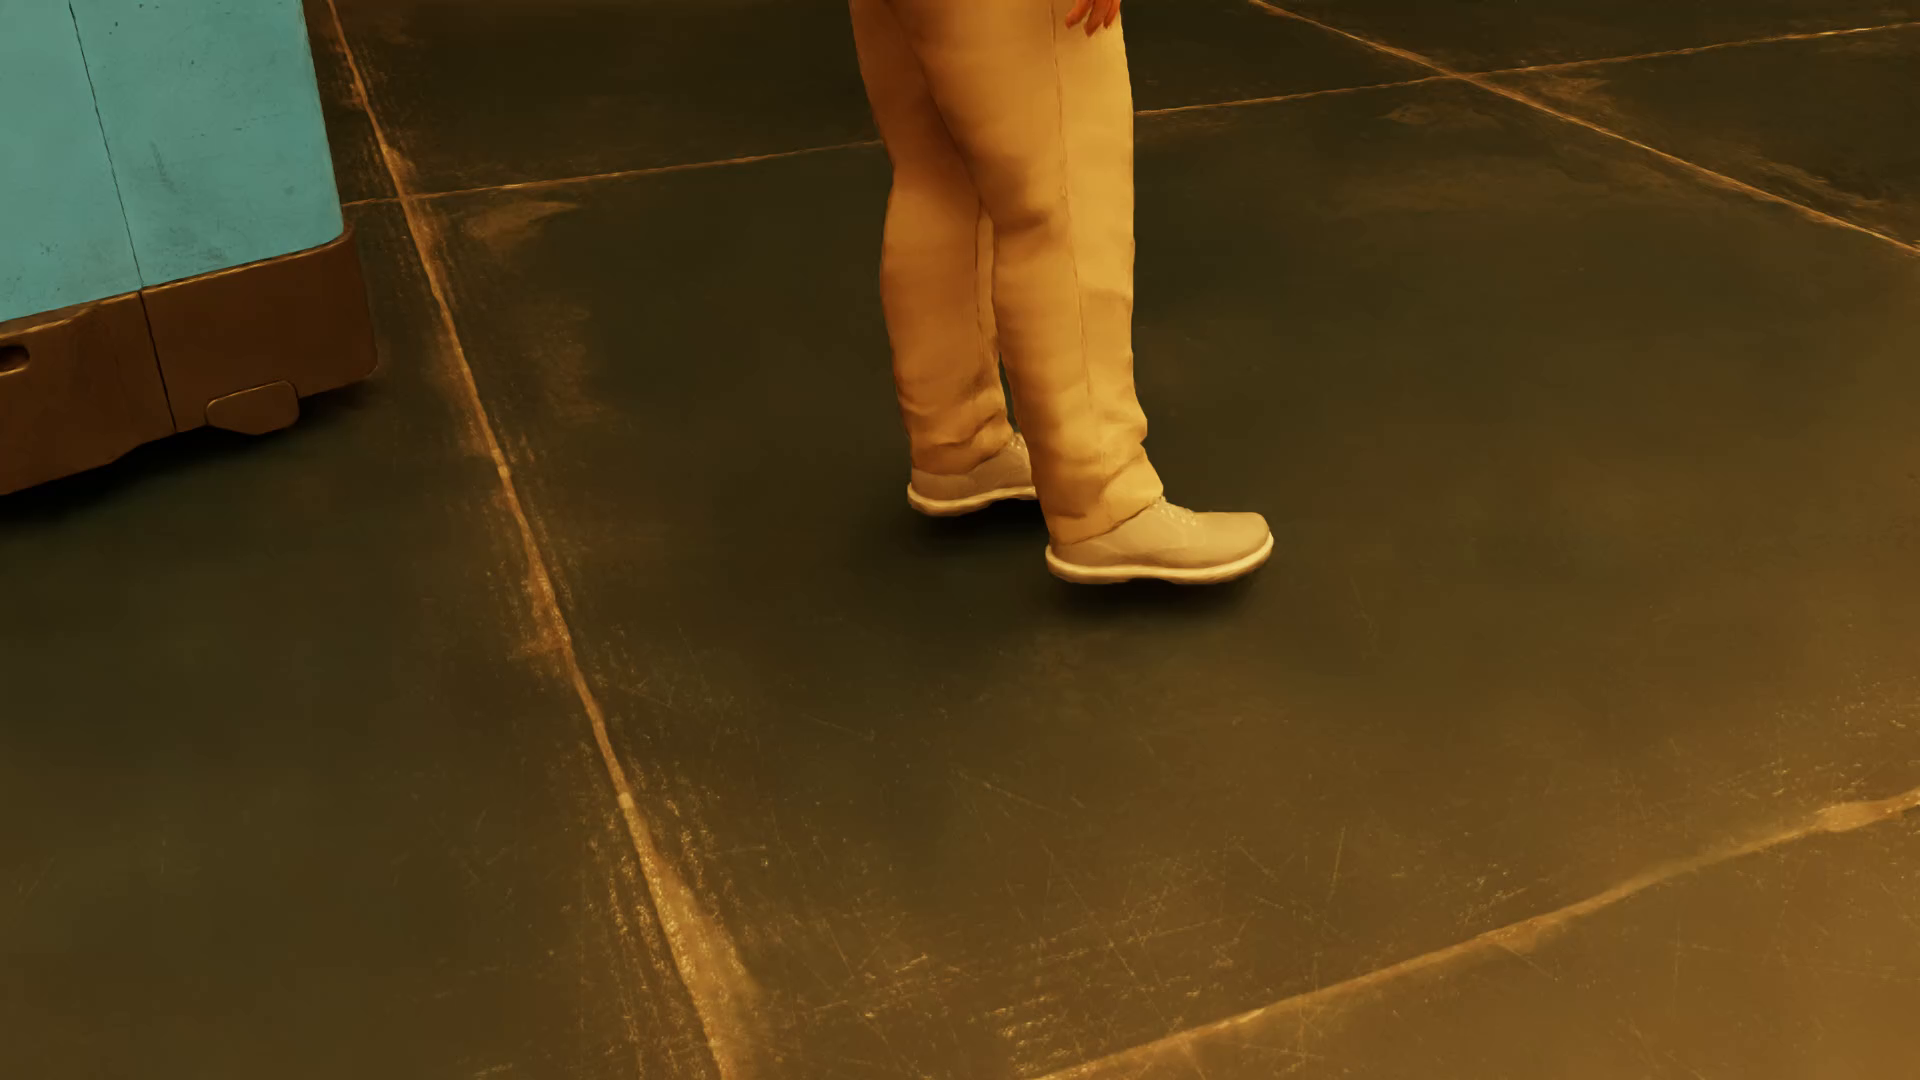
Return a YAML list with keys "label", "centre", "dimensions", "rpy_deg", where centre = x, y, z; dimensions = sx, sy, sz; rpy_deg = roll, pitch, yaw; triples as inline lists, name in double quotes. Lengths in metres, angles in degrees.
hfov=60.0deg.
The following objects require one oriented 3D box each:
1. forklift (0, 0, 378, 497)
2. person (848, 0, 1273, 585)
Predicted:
- label: "forklift"
  centre: [-2.441, -1.194, 1.634]
  dimensions: [3.031, 2.935, 1.130]
  rpy_deg: [-24, 38, -36]
- label: "person"
  centre: [0.088, -0.803, 2.069]
  dimensions: [0.550, 1.726, 0.640]
  rpy_deg: [-11, 32, -19]
